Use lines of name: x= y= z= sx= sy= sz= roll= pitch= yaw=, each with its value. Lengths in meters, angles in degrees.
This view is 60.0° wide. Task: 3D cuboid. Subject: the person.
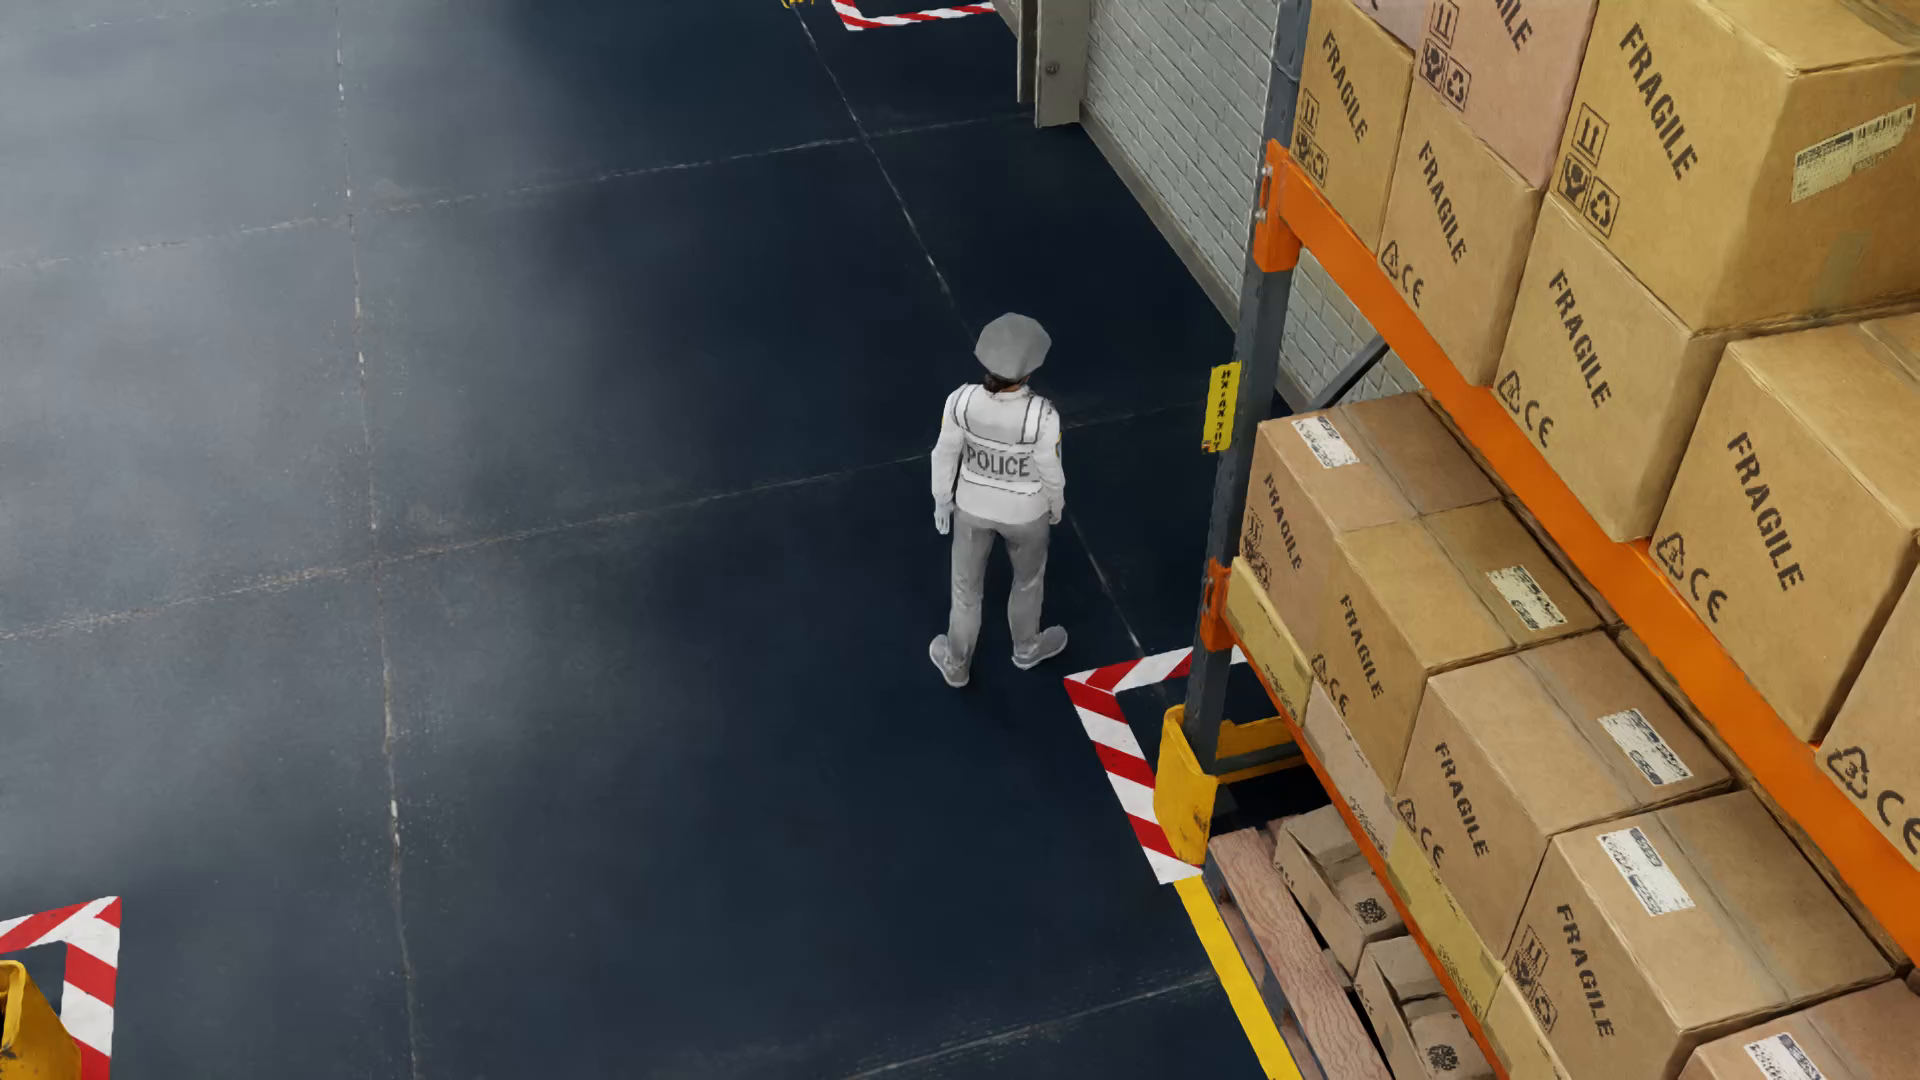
person: x=0.143 y=-0.131 z=6.275 sx=0.534 sy=1.688 sz=0.451 roll=11 pitch=44 yaw=12
